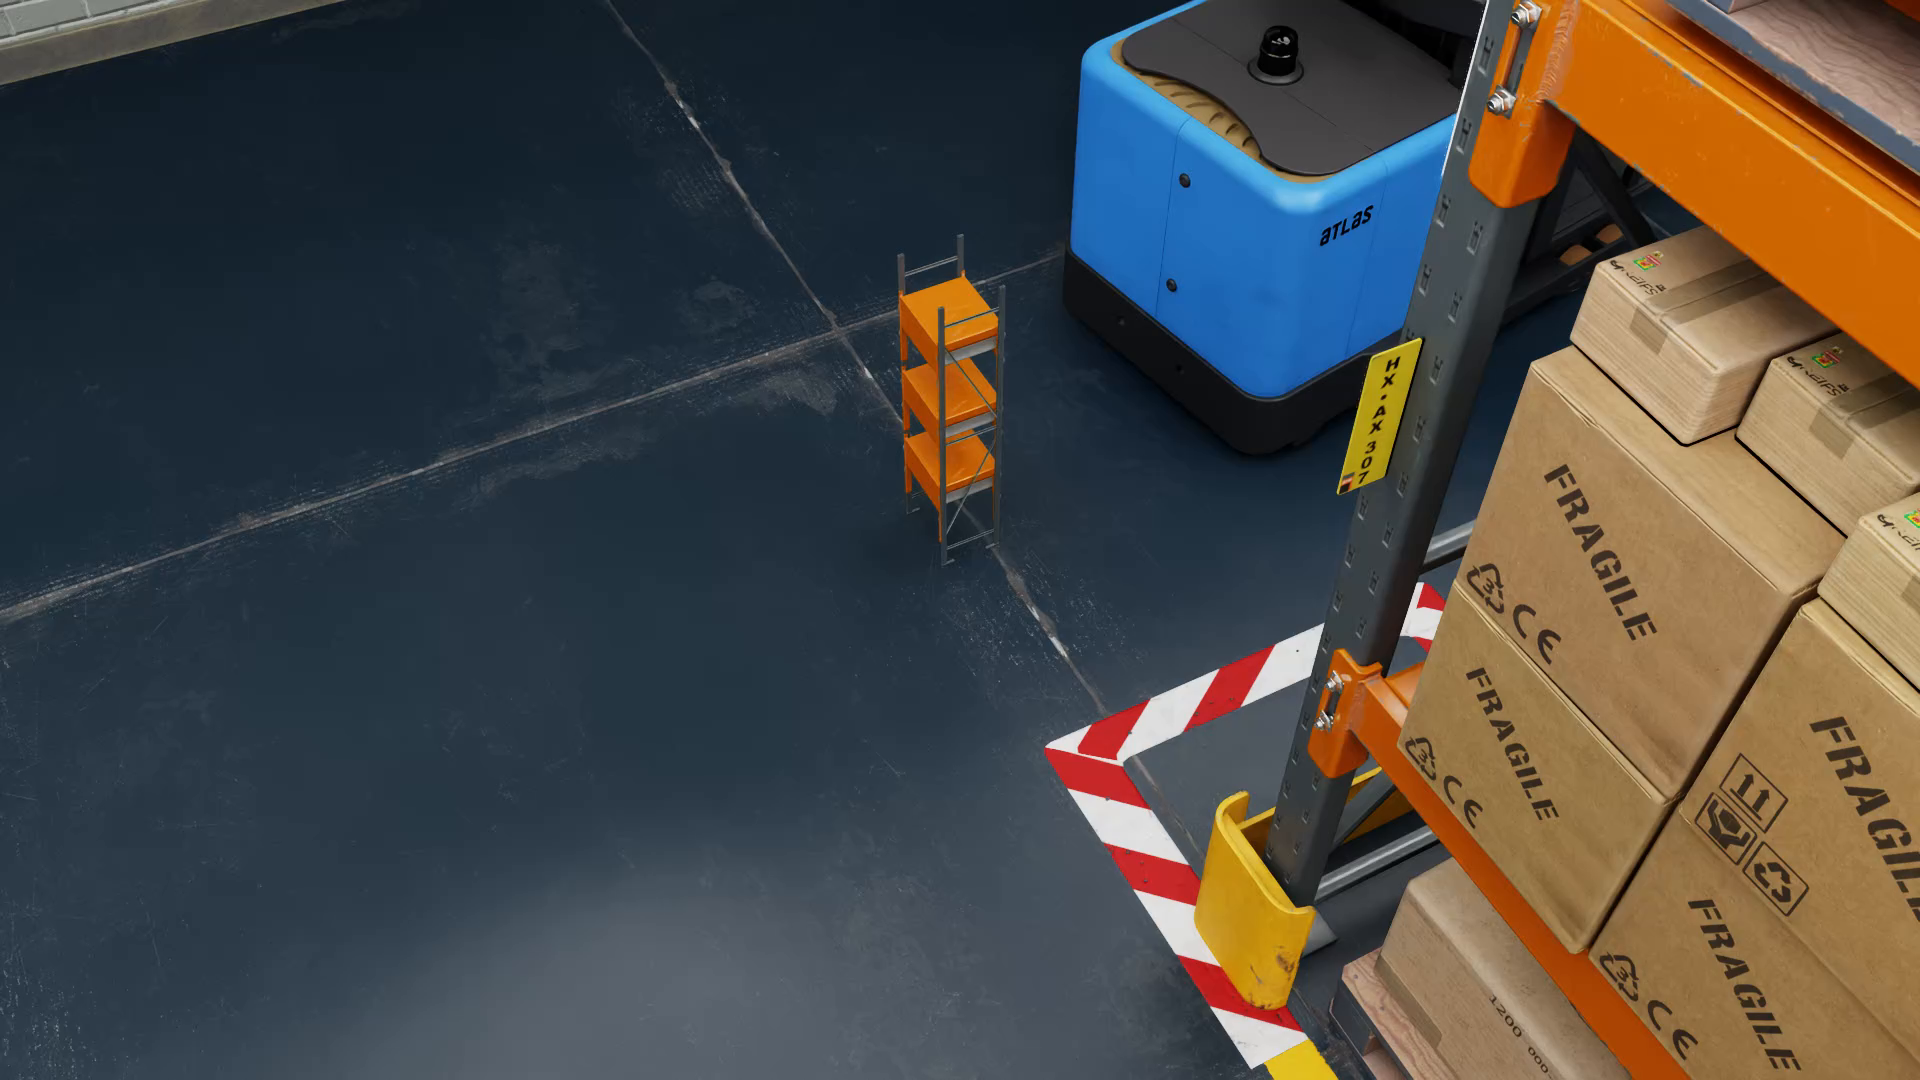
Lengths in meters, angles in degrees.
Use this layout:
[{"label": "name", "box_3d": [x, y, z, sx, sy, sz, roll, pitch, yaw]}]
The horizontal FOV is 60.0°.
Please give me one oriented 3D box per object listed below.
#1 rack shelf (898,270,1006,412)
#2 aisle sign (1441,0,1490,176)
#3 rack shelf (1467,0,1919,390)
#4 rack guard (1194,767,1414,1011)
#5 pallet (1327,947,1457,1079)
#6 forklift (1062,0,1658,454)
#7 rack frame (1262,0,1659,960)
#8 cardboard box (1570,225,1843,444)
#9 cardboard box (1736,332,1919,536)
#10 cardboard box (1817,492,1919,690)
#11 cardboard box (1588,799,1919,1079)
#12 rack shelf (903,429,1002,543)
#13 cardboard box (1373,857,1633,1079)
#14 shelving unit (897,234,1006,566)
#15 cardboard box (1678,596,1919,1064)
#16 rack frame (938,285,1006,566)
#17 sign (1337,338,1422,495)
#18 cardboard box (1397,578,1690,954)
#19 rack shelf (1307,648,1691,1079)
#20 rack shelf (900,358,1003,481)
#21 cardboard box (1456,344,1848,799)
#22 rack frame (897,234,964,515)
[{"label": "rack shelf", "box_3d": [-0.024, -0.561, 4.681, 0.215, 0.259, 0.240, -21, 52, -18]}, {"label": "aisle sign", "box_3d": [0.911, -0.884, 2.303, 0.394, 0.787, 0.004, -21, 52, -18]}, {"label": "rack shelf", "box_3d": [2.117, 0.508, 1.298, 1.077, 0.370, 4.000, -21, 52, -18]}, {"label": "rack guard", "box_3d": [1.191, 0.727, 4.282, 1.175, 0.500, 0.348, -21, 52, -18]}, {"label": "pallet", "box_3d": [1.637, 1.347, 3.932, 1.003, 0.211, 1.213, -21, 52, -18]}, {"label": "forklift", "box_3d": [1.850, -2.158, 5.190, 3.031, 2.935, 1.130, -29, 55, -23]}, {"label": "rack frame", "box_3d": [1.202, -0.080, 3.327, 1.000, 3.000, 0.127, -21, 52, -18]}, {"label": "cardboard box", "box_3d": [1.118, -0.322, 2.377, 0.380, 0.149, 0.250, -20, 52, -17]}, {"label": "cardboard box", "box_3d": [1.302, -0.171, 2.245, 0.380, 0.149, 0.250, -20, 52, -17]}, {"label": "cardboard box", "box_3d": [1.318, 0.042, 2.059, 0.380, 0.149, 0.250, -20, 52, -16]}, {"label": "cardboard box", "box_3d": [1.423, 0.637, 2.634, 0.500, 0.500, 0.500, -22, 52, -18]}, {"label": "rack shelf", "box_3d": [-0.024, -0.191, 5.103, 0.215, 0.259, 0.240, -21, 52, -18]}, {"label": "cardboard box", "box_3d": [1.593, 1.033, 3.777, 0.875, 0.438, 0.875, -23, 53, -19]}, {"label": "shelving unit", "box_3d": [-0.024, -0.381, 4.886, 0.215, 1.050, 0.252, -21, 52, -18]}, {"label": "cardboard box", "box_3d": [1.411, 0.321, 2.246, 0.500, 0.500, 0.500, -22, 53, -18]}, {"label": "rack frame", "box_3d": [0.031, -0.300, 4.815, 0.200, 1.050, 0.008, -21, 52, -18]}, {"label": "sign", "box_3d": [0.706, -0.203, 2.807, 0.100, 0.325, 0.005, -21, 52, -18]}, {"label": "cardboard box", "box_3d": [1.166, 0.308, 2.922, 0.500, 0.500, 0.500, -22, 52, -18]}, {"label": "rack shelf", "box_3d": [2.117, 1.496, 2.427, 1.077, 0.370, 4.000, -21, 52, -18]}, {"label": "rack shelf", "box_3d": [-0.024, -0.374, 4.894, 0.215, 0.259, 0.240, -21, 52, -18]}, {"label": "cardboard box", "box_3d": [1.168, -0.022, 2.546, 0.500, 0.500, 0.500, -22, 52, -18]}, {"label": "rack frame", "box_3d": [-0.080, -0.463, 4.958, 0.200, 1.050, 0.008, -21, 52, -18]}]
